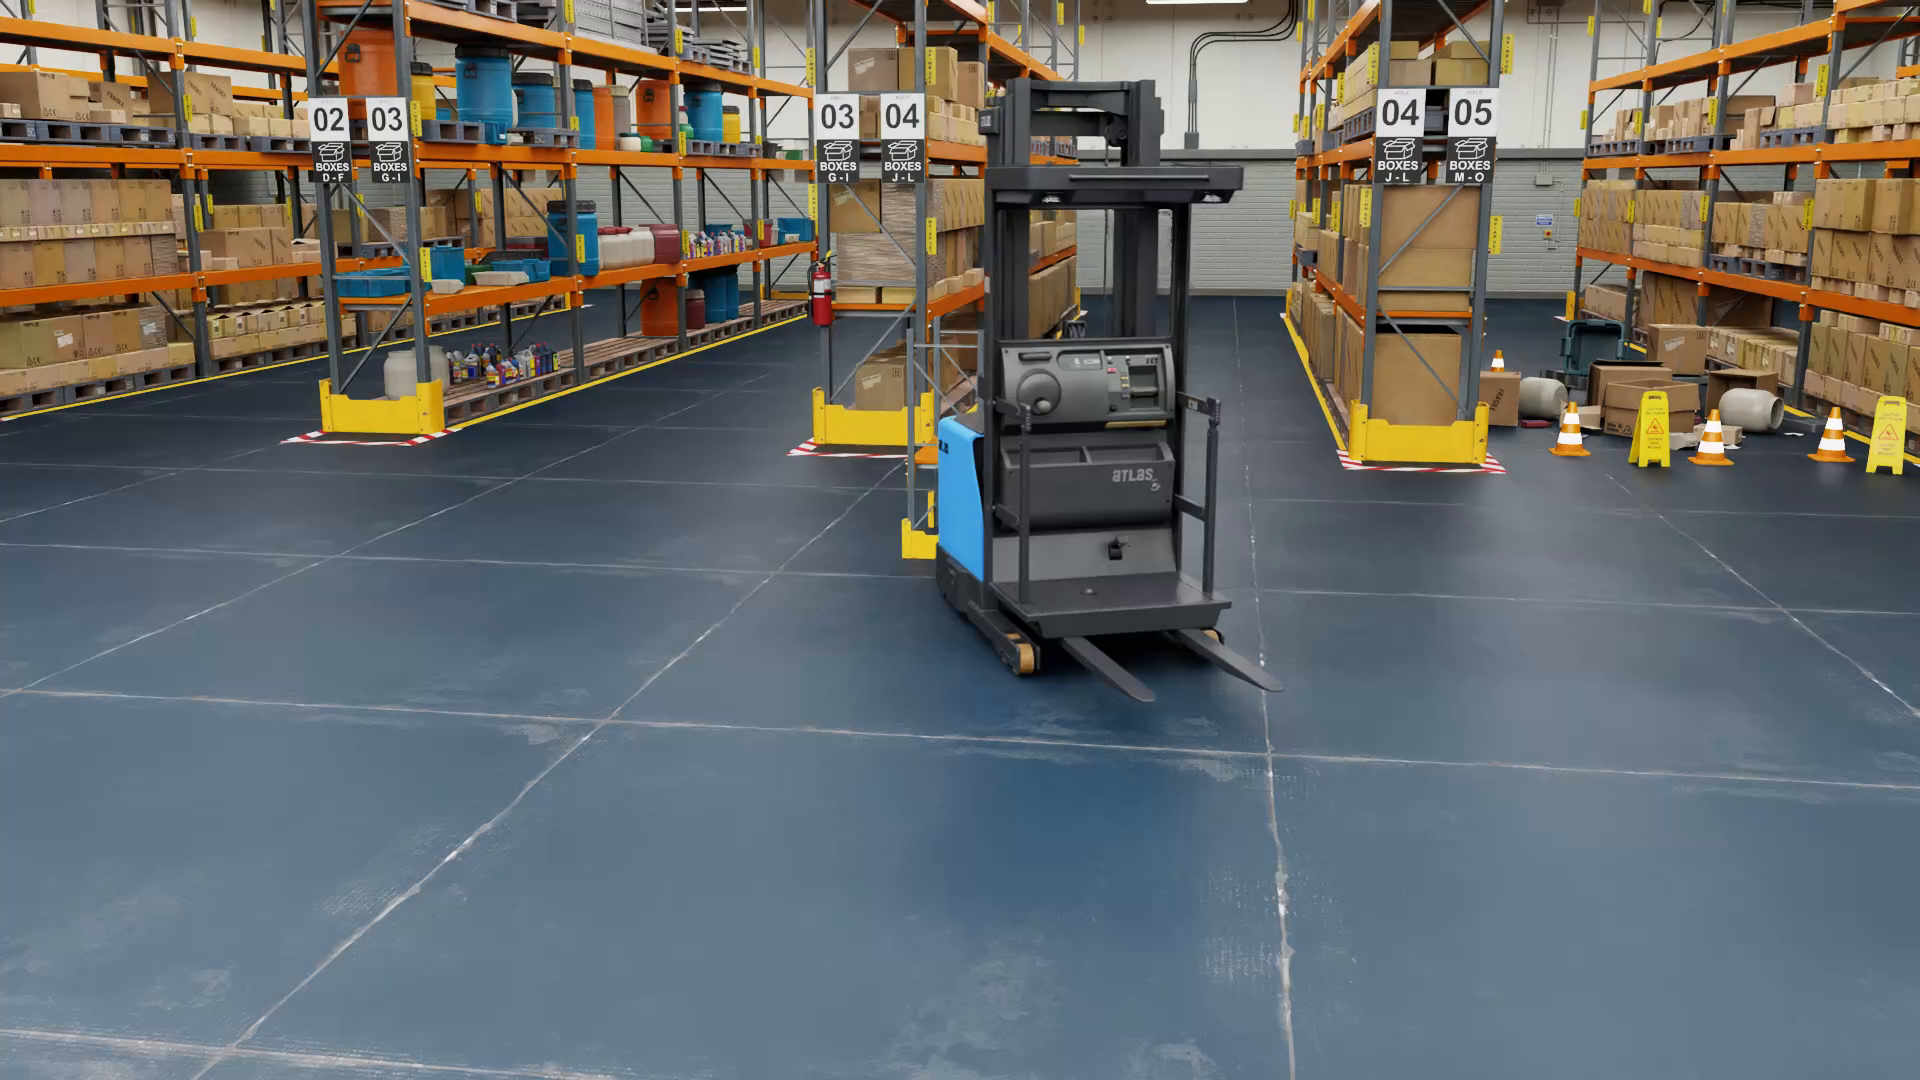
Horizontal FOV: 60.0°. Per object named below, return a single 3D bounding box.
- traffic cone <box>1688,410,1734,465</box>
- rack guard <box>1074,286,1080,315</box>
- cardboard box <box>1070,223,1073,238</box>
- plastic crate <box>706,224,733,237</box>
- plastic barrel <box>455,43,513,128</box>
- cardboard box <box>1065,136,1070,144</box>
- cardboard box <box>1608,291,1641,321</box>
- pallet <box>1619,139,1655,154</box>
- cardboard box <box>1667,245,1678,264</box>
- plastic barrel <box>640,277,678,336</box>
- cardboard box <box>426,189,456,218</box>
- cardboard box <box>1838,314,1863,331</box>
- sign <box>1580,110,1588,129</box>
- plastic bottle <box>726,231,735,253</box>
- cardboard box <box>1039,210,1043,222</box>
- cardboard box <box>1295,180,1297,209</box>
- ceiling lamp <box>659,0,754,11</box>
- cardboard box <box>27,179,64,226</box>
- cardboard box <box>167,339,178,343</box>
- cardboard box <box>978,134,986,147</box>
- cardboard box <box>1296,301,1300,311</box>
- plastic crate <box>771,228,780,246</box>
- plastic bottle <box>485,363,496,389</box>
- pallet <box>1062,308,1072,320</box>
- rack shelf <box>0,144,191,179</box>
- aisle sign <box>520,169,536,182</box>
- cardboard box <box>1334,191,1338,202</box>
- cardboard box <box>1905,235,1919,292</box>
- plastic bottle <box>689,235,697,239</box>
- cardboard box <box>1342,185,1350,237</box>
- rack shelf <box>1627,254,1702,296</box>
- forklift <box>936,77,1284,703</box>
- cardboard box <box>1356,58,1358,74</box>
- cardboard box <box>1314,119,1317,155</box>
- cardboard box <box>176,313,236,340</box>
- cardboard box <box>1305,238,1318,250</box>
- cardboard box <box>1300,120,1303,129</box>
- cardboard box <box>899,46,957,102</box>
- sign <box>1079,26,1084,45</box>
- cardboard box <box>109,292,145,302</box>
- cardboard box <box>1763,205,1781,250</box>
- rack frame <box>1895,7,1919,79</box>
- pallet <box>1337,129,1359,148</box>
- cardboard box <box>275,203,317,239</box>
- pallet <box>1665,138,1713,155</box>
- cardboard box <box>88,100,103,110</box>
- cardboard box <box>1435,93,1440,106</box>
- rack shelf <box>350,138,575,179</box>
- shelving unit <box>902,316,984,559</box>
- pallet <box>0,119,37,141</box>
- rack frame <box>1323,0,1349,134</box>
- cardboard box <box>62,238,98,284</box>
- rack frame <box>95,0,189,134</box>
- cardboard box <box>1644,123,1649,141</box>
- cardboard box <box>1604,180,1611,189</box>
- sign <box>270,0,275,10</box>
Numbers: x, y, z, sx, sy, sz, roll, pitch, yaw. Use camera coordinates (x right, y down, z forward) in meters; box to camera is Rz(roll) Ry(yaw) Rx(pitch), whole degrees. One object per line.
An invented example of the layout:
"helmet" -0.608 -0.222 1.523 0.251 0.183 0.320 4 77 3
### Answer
"traffic cone" 6.630 -0.915 14.640 0.336 0.463 0.334 2 12 9
"rack guard" 1.660 -4.493 31.156 1.175 0.500 0.348 2 12 9
"cardboard box" 1.765 -5.567 29.856 0.500 0.250 0.500 2 12 8
"plastic crate" -4.119 -5.168 28.248 0.392 0.384 0.575 2 12 9
"plastic barrel" -5.343 -5.086 18.665 0.600 0.901 0.708 2 12 9
"cardboard box" 1.629 -7.370 29.978 0.700 0.500 0.500 1 12 5
"cardboard box" 11.172 -3.823 27.197 0.875 0.438 0.875 2 12 7
"pallet" 10.969 -6.149 25.998 1.003 0.211 1.213 2 12 9
"cardboard box" 10.195 -3.975 23.175 0.500 0.250 0.500 2 12 8
"plastic barrel" -4.410 -3.452 24.546 0.600 0.830 0.708 2 12 9
"cardboard box" -8.925 -5.851 28.910 0.500 0.500 0.500 2 12 9
"cardboard box" 9.089 -2.191 16.749 0.380 0.149 0.250 2 12 11
"sign" 10.900 -7.341 29.053 0.100 0.325 0.005 2 12 9
"plastic bottle" -3.700 -4.773 26.640 0.144 0.351 0.185 2 12 9
"cardboard box" 0.951 -5.284 26.272 0.797 0.503 0.637 2 12 7
"cardboard box" 6.210 -6.127 29.485 0.500 0.500 0.500 2 12 8
"ceiling lamp" -5.248 -12.295 33.329 2.000 3.185 0.800 2 12 9
"cardboard box" -10.348 -3.707 18.257 0.700 0.500 0.500 2 12 9
"cardboard box" -10.200 -2.491 21.461 0.500 0.250 0.500 2 12 8
"cardboard box" -0.002 -4.502 18.499 0.500 0.250 0.500 2 12 11
"cardboard box" 5.714 -3.842 27.264 0.380 0.149 0.250 1 12 7
"plastic crate" -3.437 -5.321 29.204 0.437 0.282 0.530 2 12 9
"plastic bottle" -5.112 -1.789 18.105 0.097 0.271 0.097 0 12 0
"pallet" 1.420 -3.925 29.204 1.003 0.211 1.213 2 12 9
"rack shelf" -10.285 -4.232 18.599 1.077 0.370 4.000 2 12 9
"aisle sign" -8.412 -7.327 32.199 0.394 0.787 0.004 2 12 9
"cardboard box" 5.156 -4.202 21.262 0.700 0.500 0.500 2 12 8
"cardboard box" 8.880 -2.479 14.932 0.500 0.500 0.500 2 12 9
"plastic bottle" -4.357 -4.817 27.020 0.152 0.276 0.135 2 12 9
"cardboard box" 4.605 -3.556 17.954 0.875 0.550 0.550 2 12 9
"rack shelf" 10.525 -3.788 23.660 1.077 0.370 4.000 2 12 9
"forklift" 0.726 -0.842 8.443 1.130 2.935 3.031 -3 13 -14
"cardboard box" 4.070 -4.636 16.237 0.380 0.149 0.250 2 12 8
"cardboard box" 5.293 -5.714 23.529 0.500 0.500 0.500 2 12 9
"cardboard box" -9.668 -2.747 21.320 0.500 0.311 0.500 2 12 9
"cardboard box" 4.933 -4.063 22.827 0.380 0.149 0.250 2 12 10
"cardboard box" 6.058 -7.144 28.623 0.380 0.149 0.250 2 12 9
"cardboard box" -0.310 -4.585 16.398 0.500 0.500 0.500 2 12 8
"sign" 2.190 -9.118 30.036 0.100 0.325 0.005 2 12 9
"cardboard box" -13.874 -4.012 27.094 0.750 0.750 0.750 2 12 8
"cardboard box" 9.607 -3.605 19.160 0.500 0.500 0.500 2 12 11
"rack frame" 16.353 -8.162 28.005 1.000 3.000 0.127 2 12 9
"pallet" 4.788 -4.596 19.032 0.805 0.209 1.217 1 12 6
"cardboard box" -13.096 -6.232 32.578 0.980 0.700 0.700 2 12 11
"pallet" 10.433 -5.466 23.067 1.003 0.211 1.213 2 12 11
"cardboard box" -10.399 -5.022 19.437 0.500 0.311 0.500 1 12 6
"cardboard box" 4.566 -4.014 15.243 0.380 0.149 0.250 2 12 9
"rack shelf" -5.391 -4.071 17.851 1.077 0.370 4.000 2 12 9
"shelving unit" -0.012 -0.717 11.262 0.587 1.500 1.083 2 12 9
"pallet" -10.458 -4.271 17.280 1.003 0.211 1.213 2 12 9
"rack frame" 5.311 -6.796 21.667 1.000 3.000 0.127 2 12 9
"cardboard box" -10.273 -3.169 18.842 0.700 0.500 0.500 2 12 10
"rack frame" -9.978 -6.467 20.139 1.000 3.000 0.127 2 12 9
"cardboard box" 10.410 -6.070 24.739 0.396 0.266 0.258 2 12 8
"cardboard box" 10.840 -5.857 27.403 0.380 0.149 0.250 2 12 7
"sign" -9.900 -7.810 23.969 0.100 0.325 0.005 2 12 9
